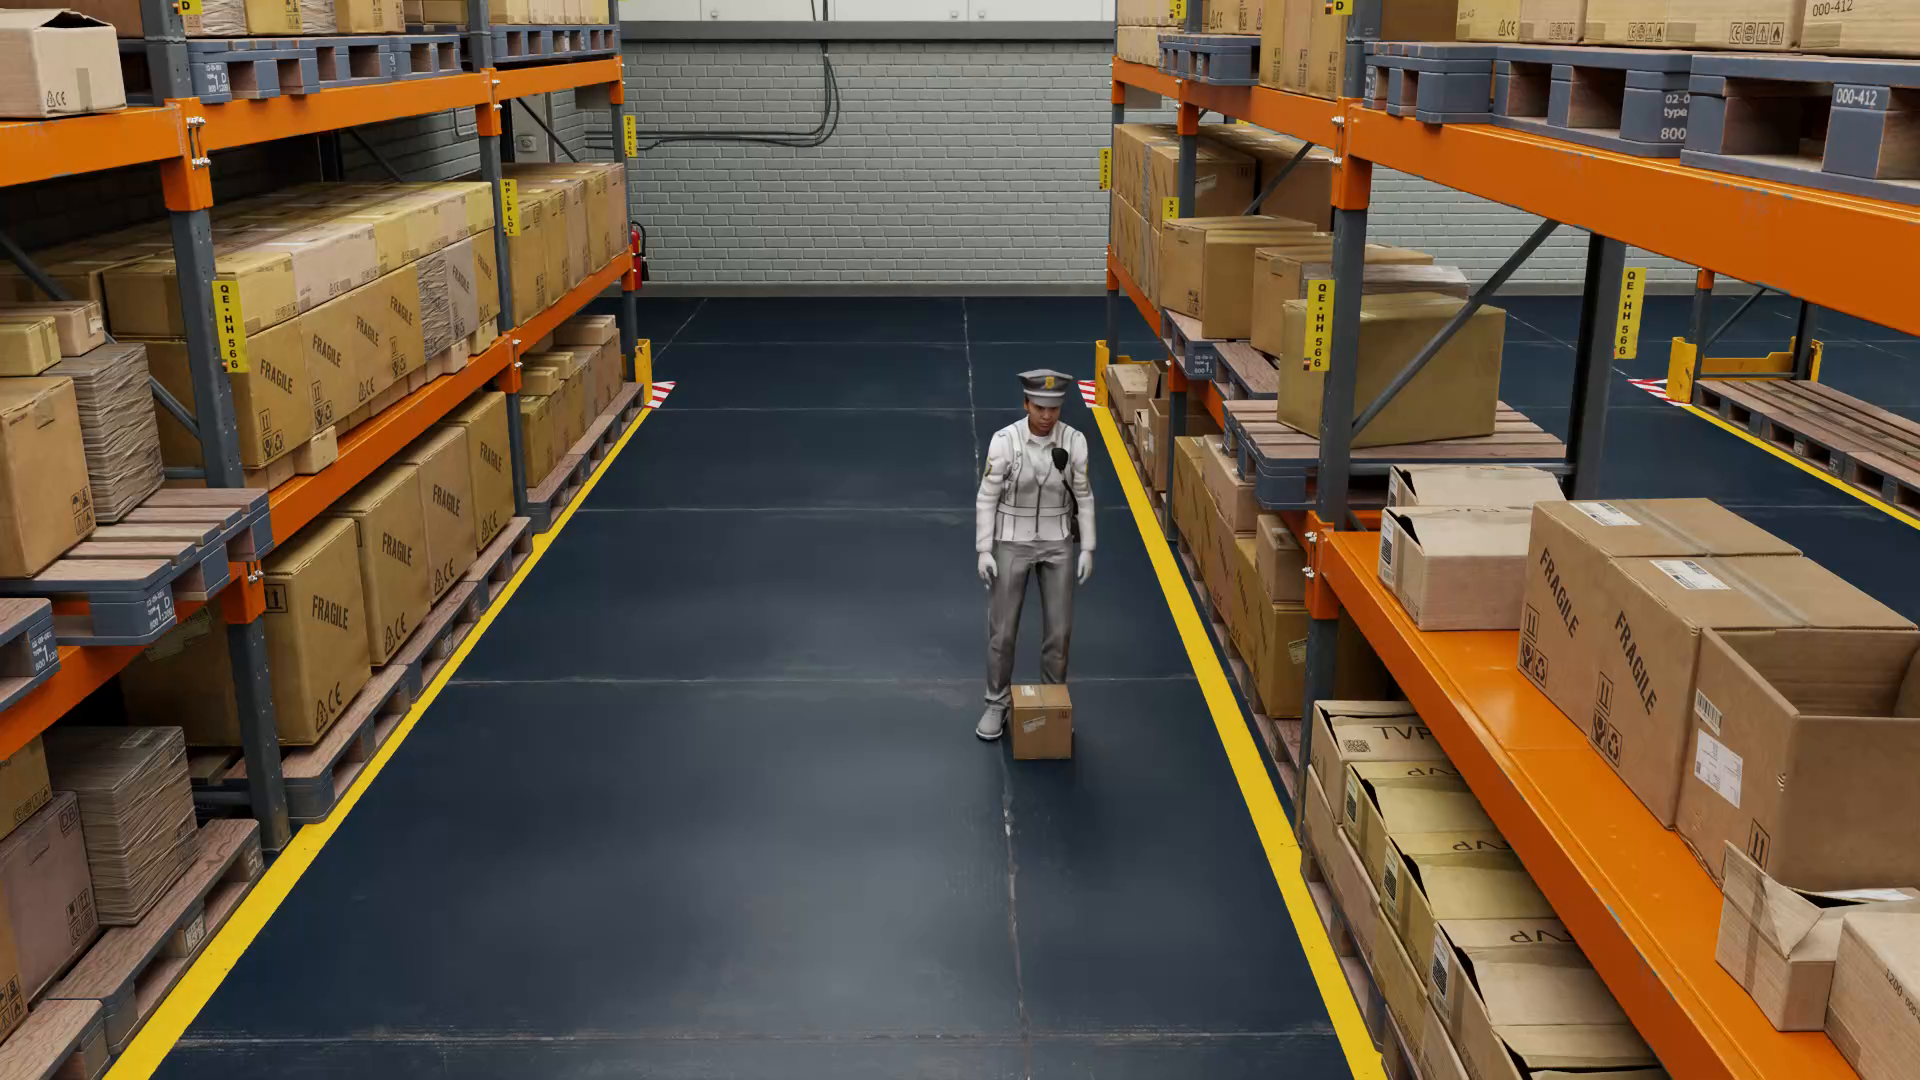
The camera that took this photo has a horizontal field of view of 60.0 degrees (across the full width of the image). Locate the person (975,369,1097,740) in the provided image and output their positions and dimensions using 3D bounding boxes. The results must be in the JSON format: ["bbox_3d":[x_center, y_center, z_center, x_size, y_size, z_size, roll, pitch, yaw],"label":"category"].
[{"bbox_3d":[0.328,0.055,7.360,0.530,1.666,0.371,-1,17,-4],"label":"person"}]
